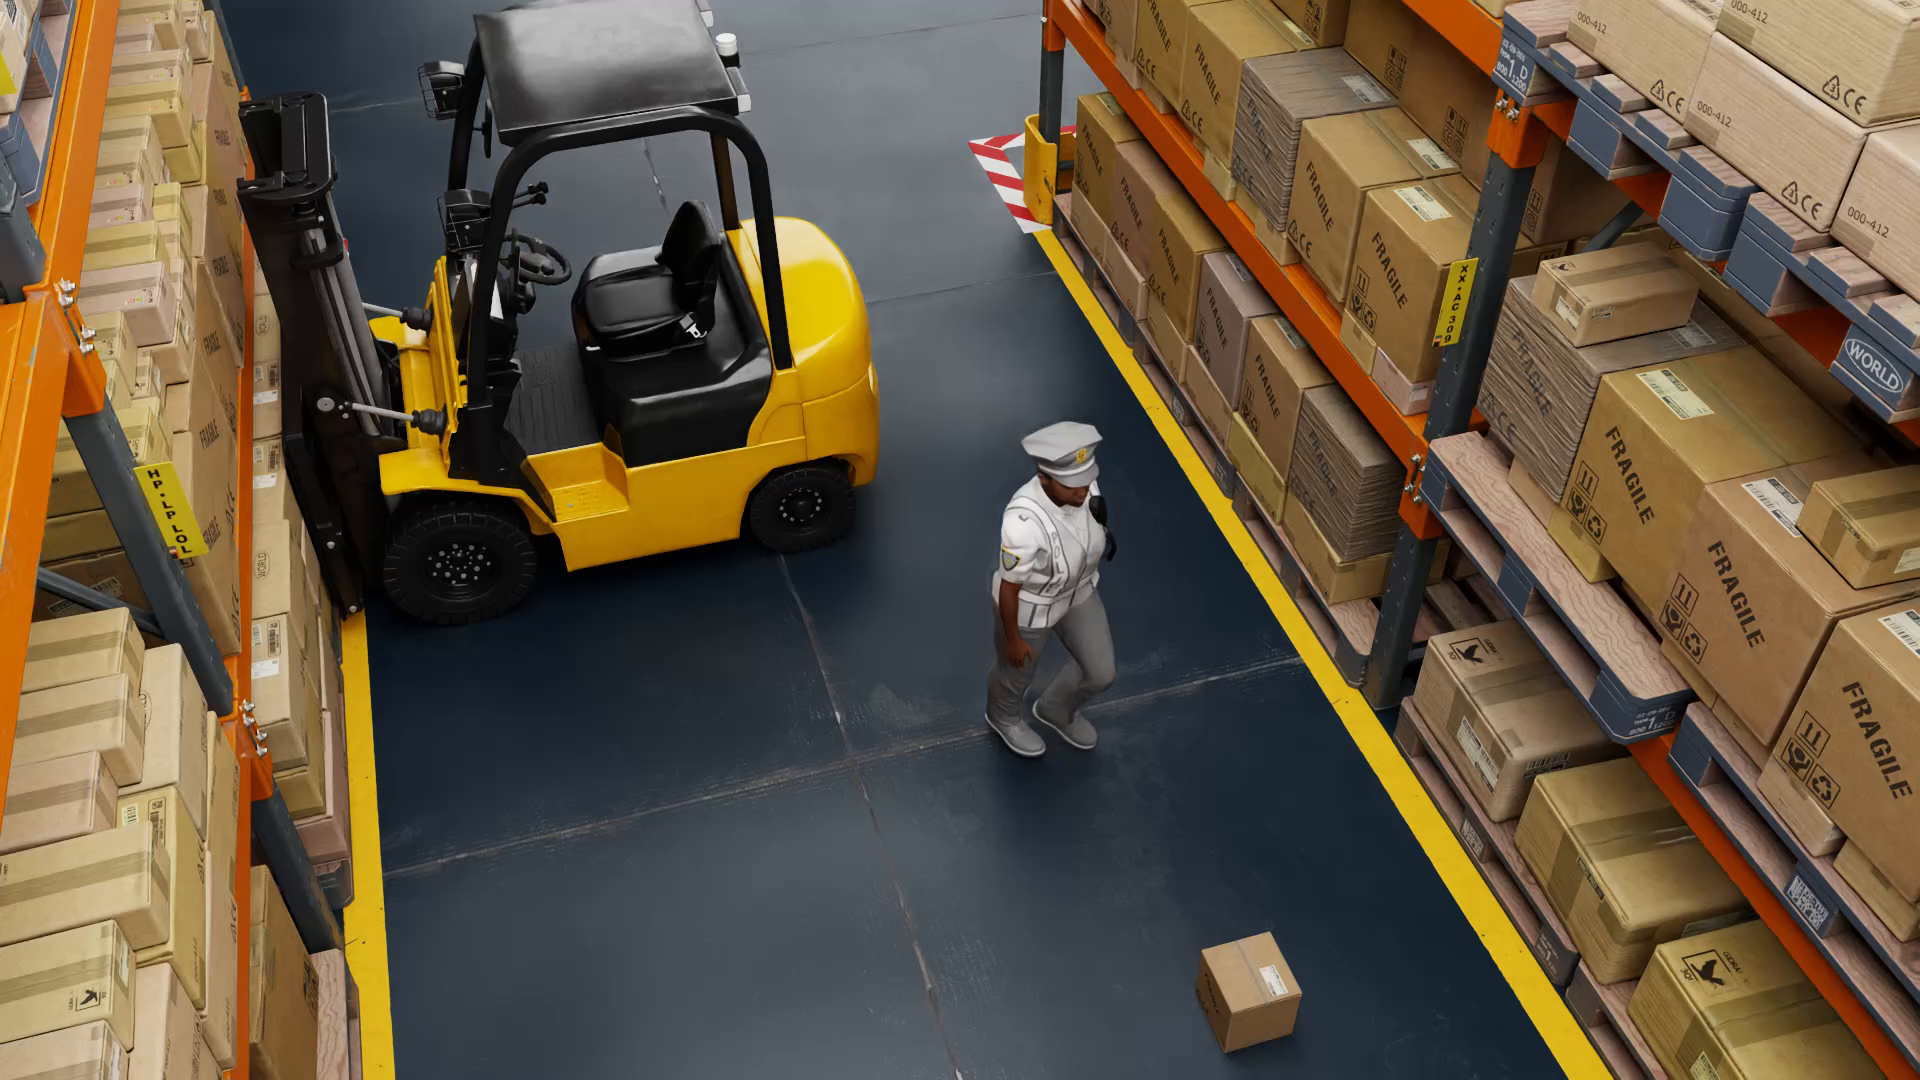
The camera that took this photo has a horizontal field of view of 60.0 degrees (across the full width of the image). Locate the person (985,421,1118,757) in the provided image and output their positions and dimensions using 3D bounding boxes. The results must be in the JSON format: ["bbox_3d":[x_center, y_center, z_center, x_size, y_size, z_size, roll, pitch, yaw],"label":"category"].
[{"bbox_3d":[0.290,0.216,5.903,0.477,1.672,0.510,-32,51,-30],"label":"person"}]
